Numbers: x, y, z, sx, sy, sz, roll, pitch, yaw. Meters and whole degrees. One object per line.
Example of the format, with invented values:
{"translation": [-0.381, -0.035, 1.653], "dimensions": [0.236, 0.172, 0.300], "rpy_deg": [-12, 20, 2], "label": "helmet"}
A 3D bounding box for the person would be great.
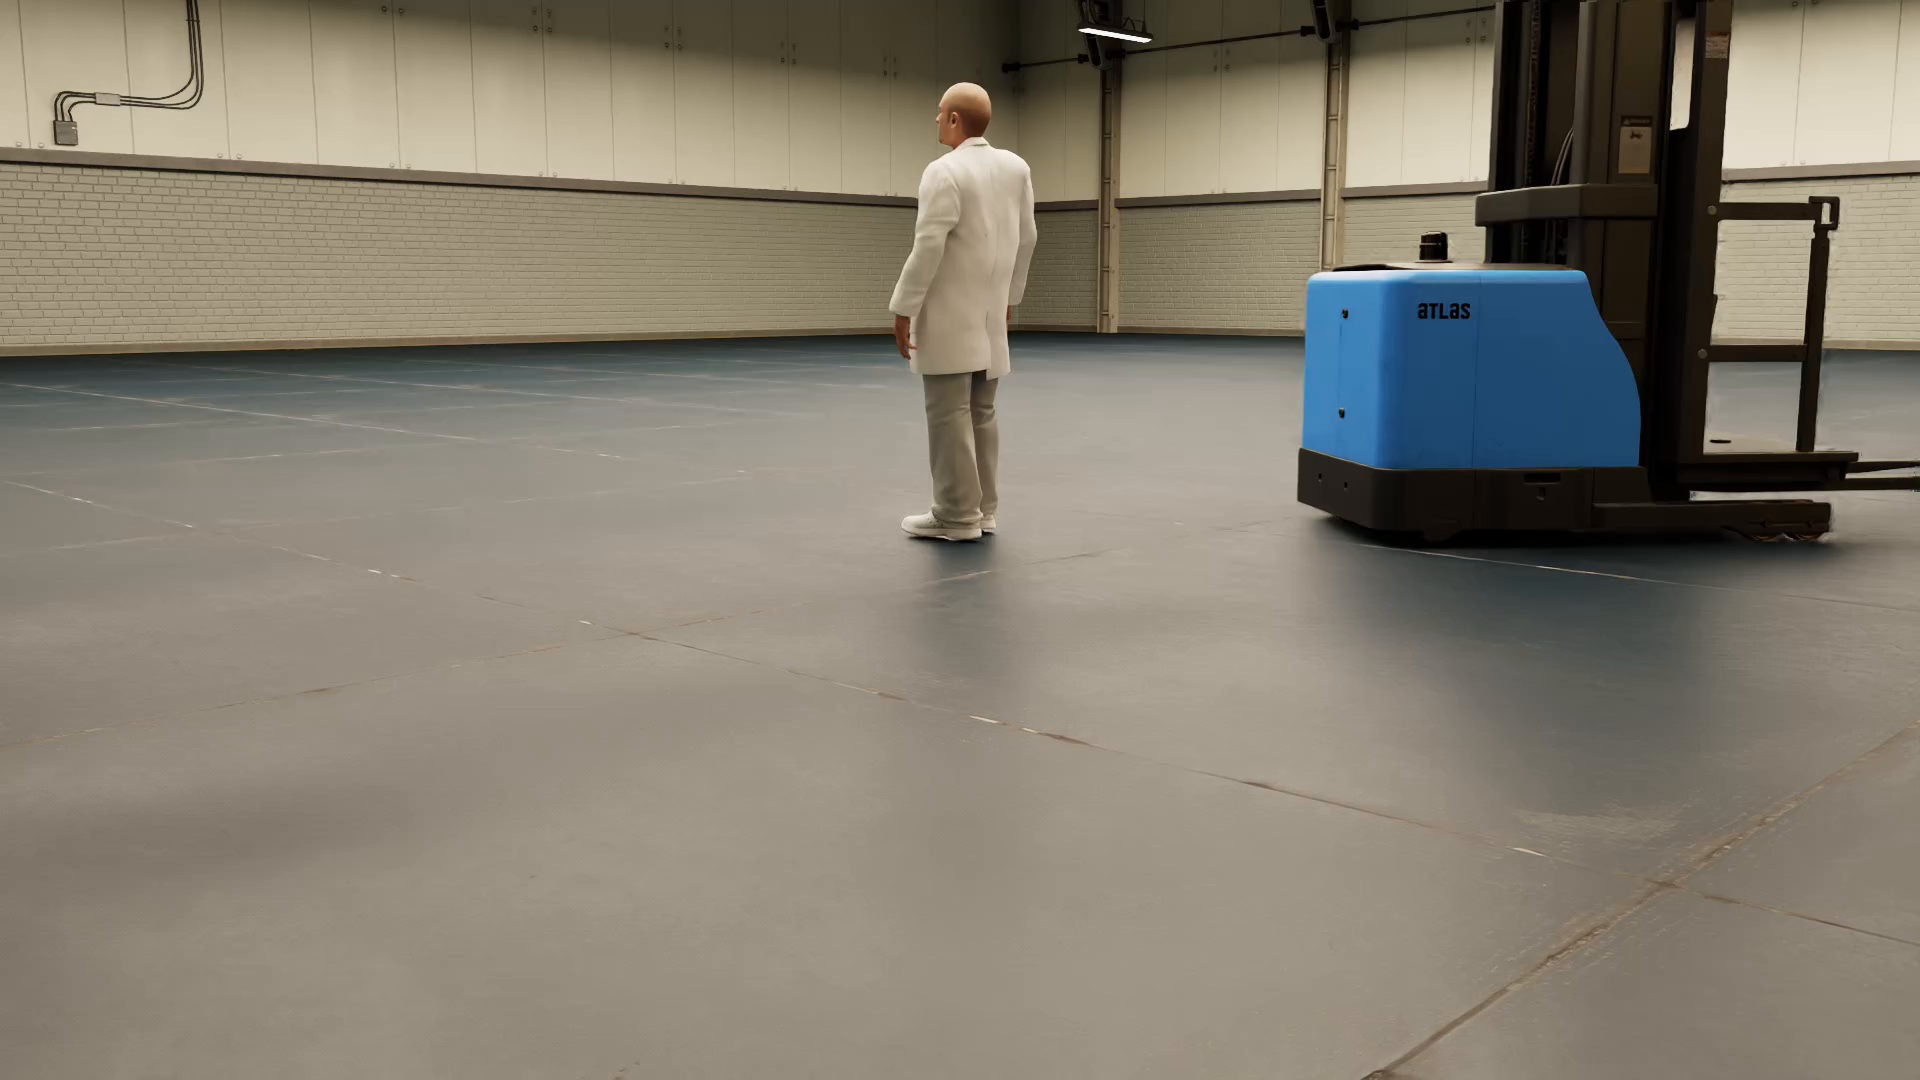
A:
{"translation": [-0.062, -0.896, 6.649], "dimensions": [0.581, 1.775, 0.694], "rpy_deg": [8, 12, 43], "label": "person"}

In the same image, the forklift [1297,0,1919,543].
{"translation": [3.055, -1.516, 6.943], "dimensions": [3.031, 2.935, 1.130], "rpy_deg": [-1, 9, -8], "label": "forklift"}
